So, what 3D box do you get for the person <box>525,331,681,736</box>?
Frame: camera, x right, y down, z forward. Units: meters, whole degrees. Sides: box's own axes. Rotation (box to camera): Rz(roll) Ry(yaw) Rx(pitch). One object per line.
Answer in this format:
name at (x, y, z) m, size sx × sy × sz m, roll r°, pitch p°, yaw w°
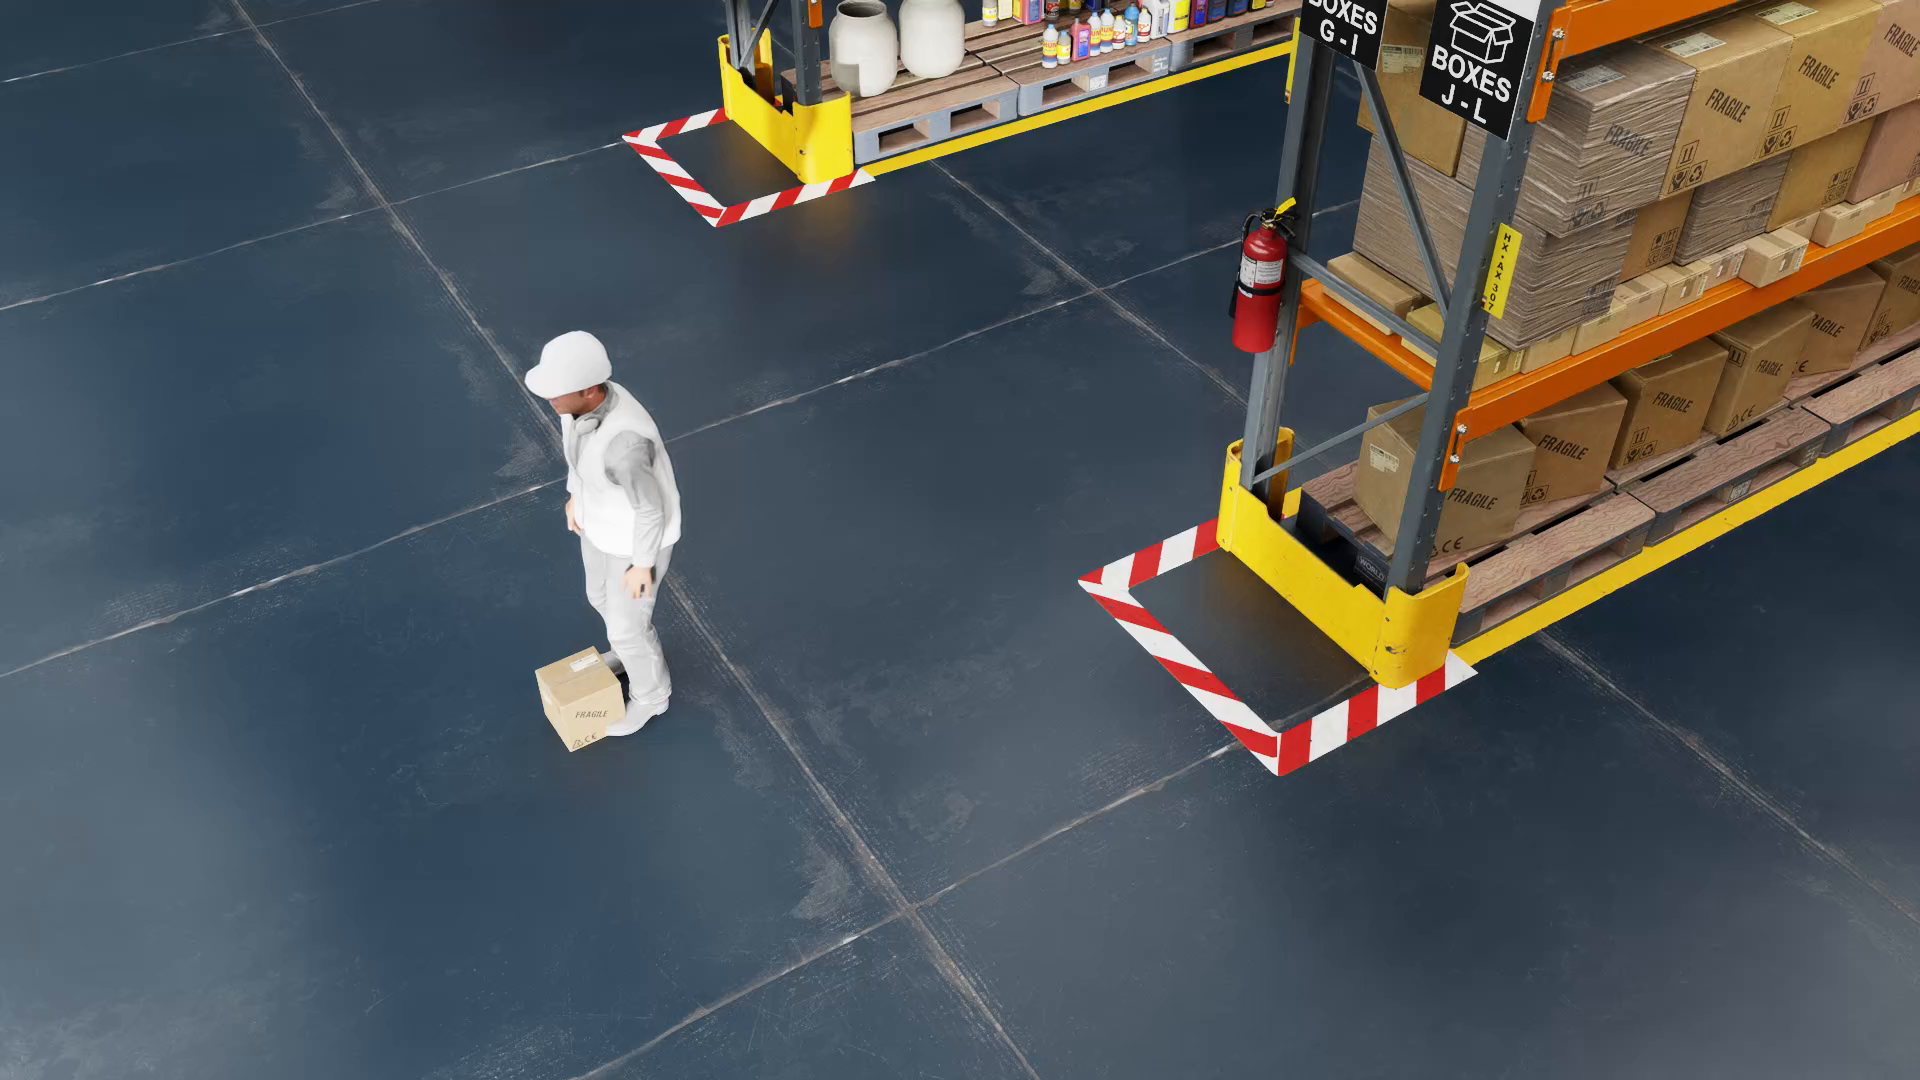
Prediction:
person at (-1.278, -0.039, 6.183) m, size 0.466 × 1.770 × 0.591 m, roll -24°, pitch 46°, yaw -26°
